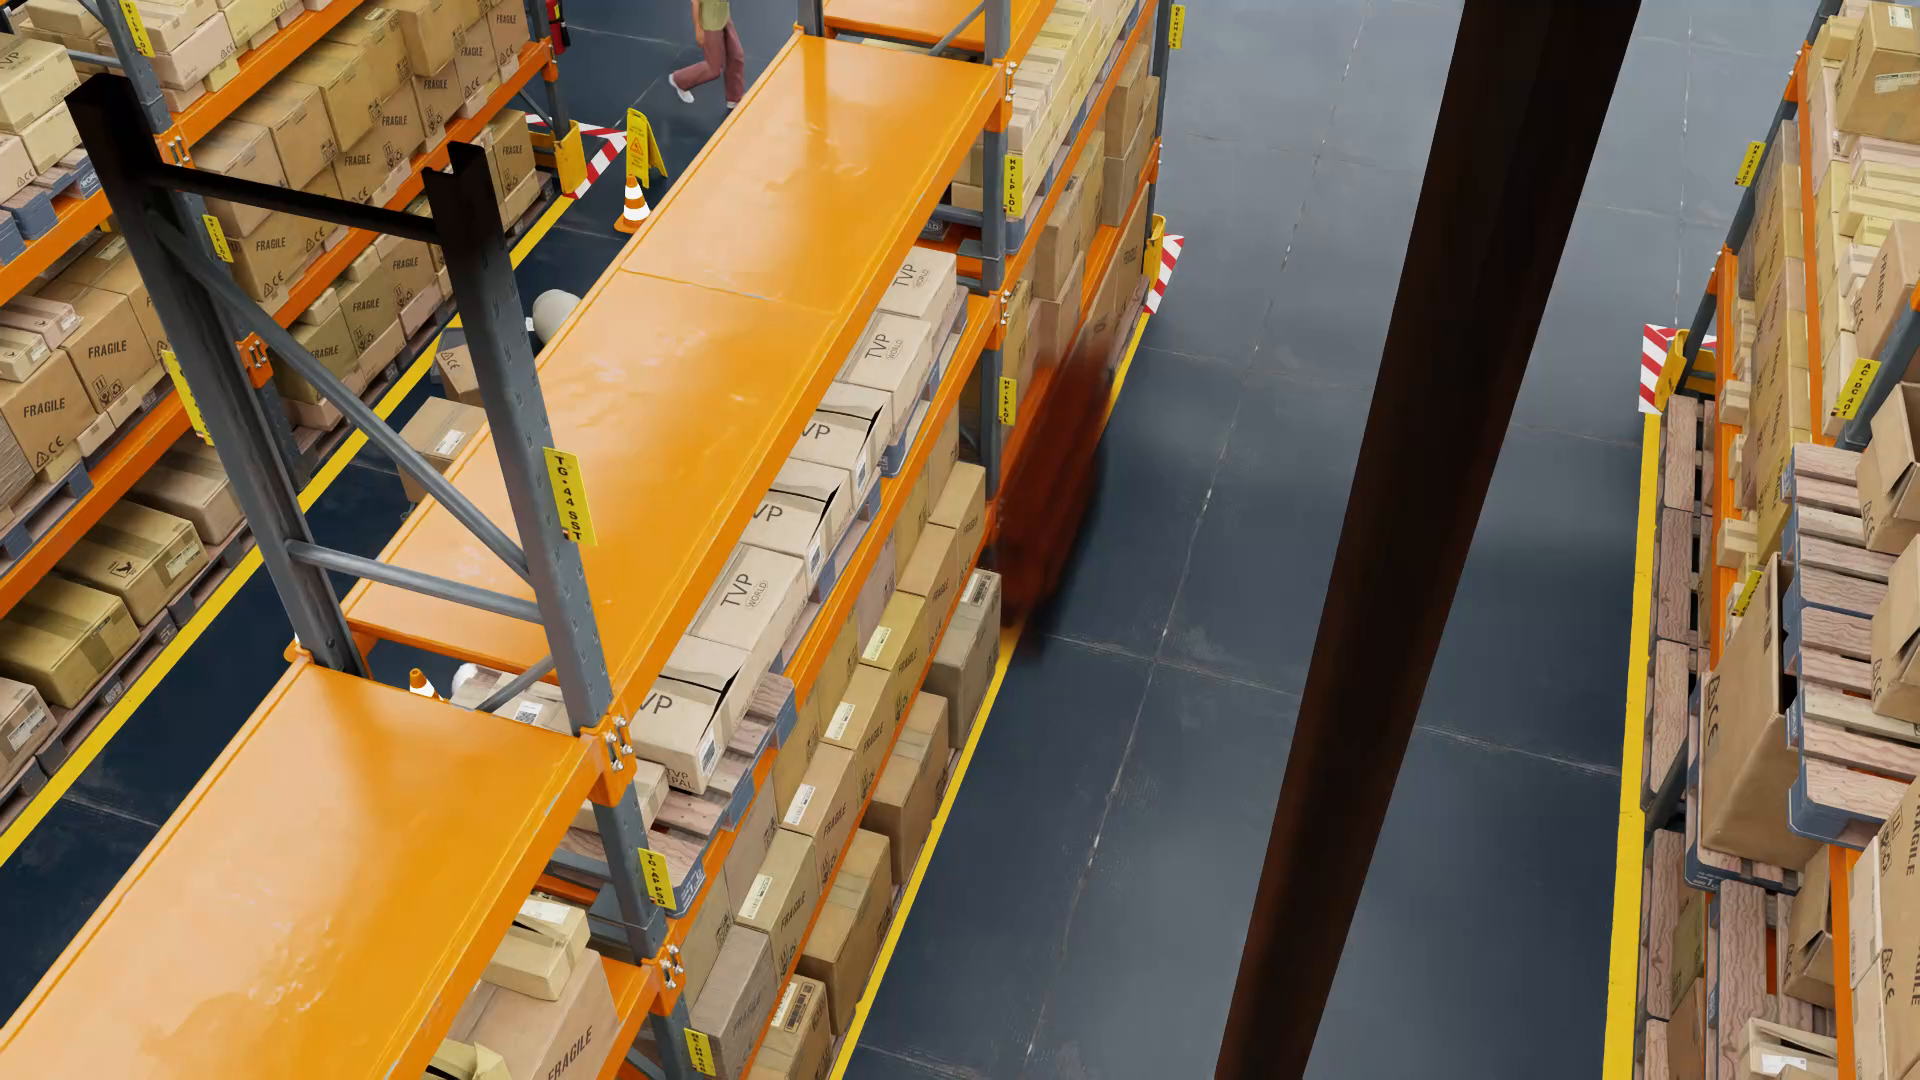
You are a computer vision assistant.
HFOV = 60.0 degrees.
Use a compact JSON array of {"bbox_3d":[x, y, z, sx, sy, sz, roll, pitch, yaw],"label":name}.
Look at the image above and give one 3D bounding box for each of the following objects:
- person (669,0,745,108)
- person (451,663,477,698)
[{"bbox_3d":[-2.172,-4.477,14.334,0.764,1.652,0.444,10,47,10],"label":"person"},{"bbox_3d":[-2.370,1.108,8.810,0.587,1.779,0.520,9,46,8],"label":"person"}]
